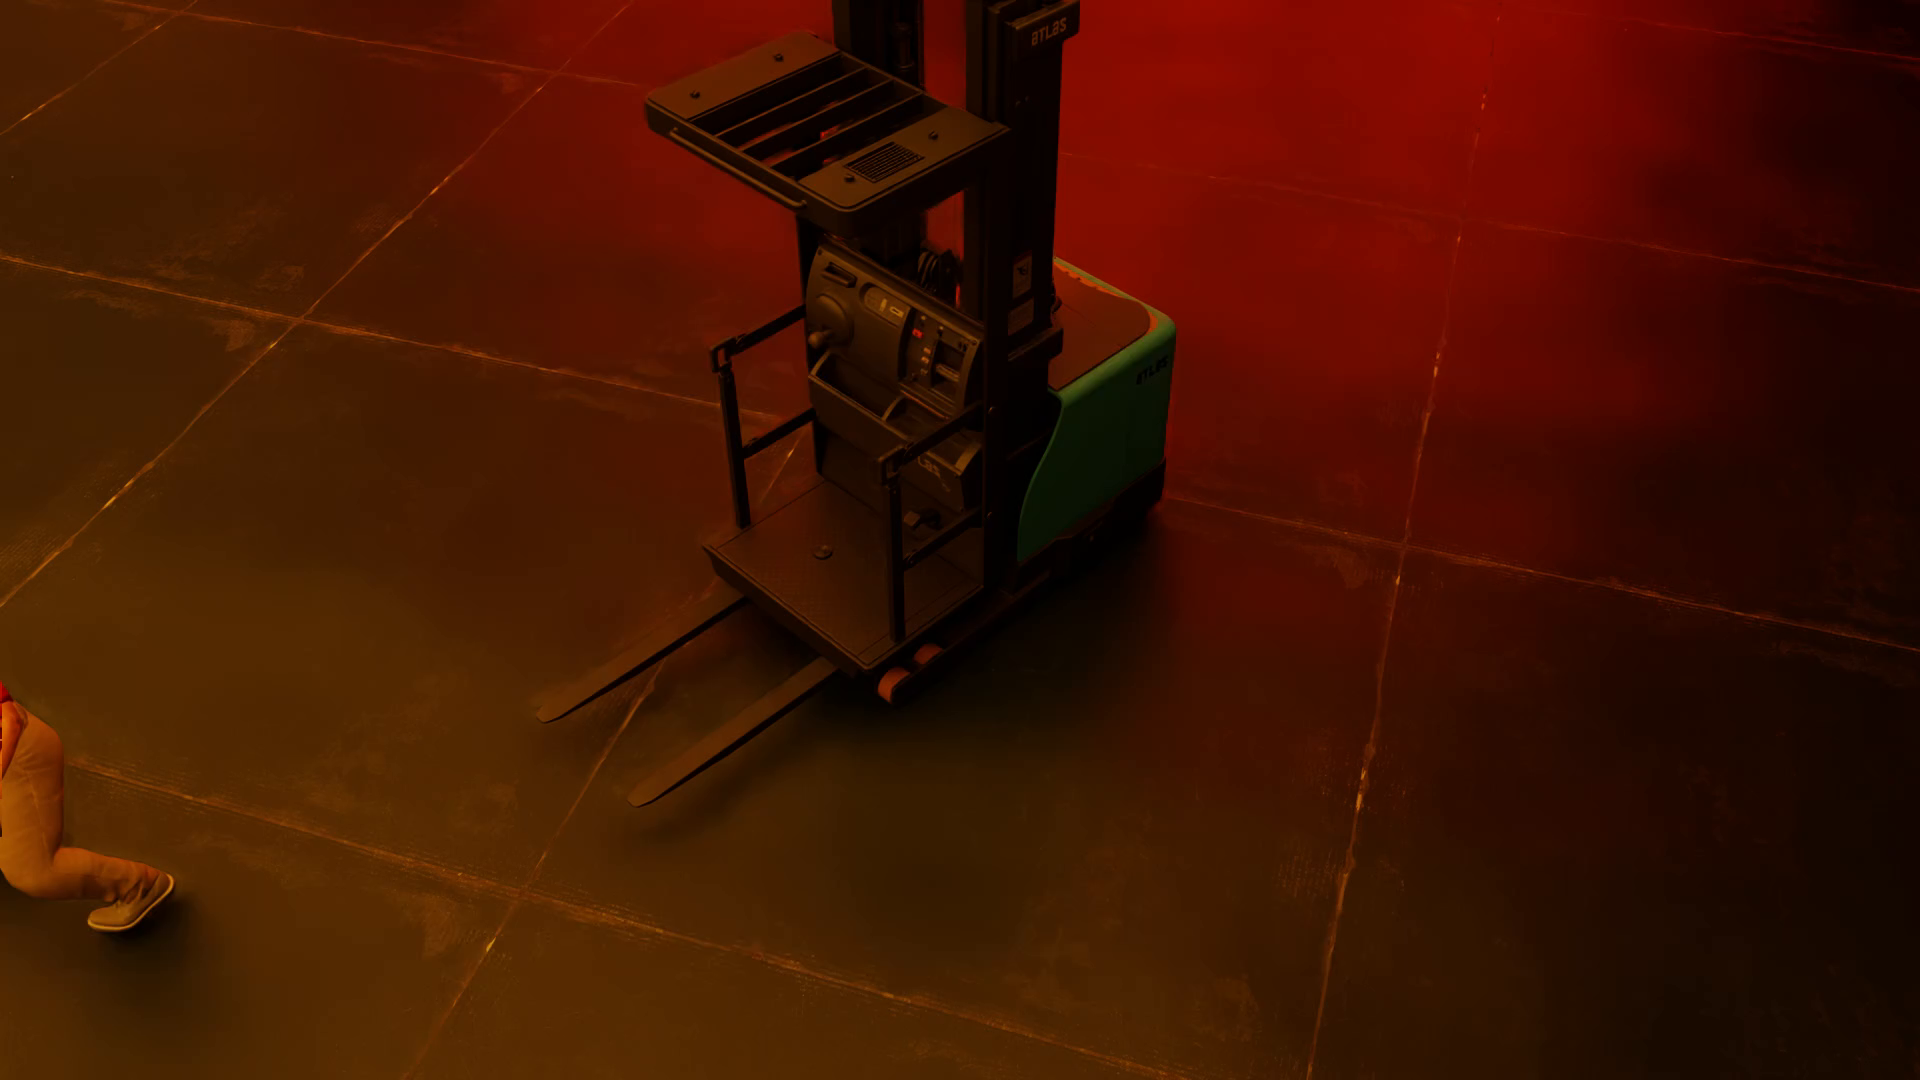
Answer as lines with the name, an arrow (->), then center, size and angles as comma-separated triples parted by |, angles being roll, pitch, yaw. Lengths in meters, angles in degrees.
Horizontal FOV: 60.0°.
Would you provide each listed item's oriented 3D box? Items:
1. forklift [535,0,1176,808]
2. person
forklift -> -0.424, -0.770, 6.517 | 1.130, 2.935, 3.031 | 34, 53, 31
person -> -3.535, 0.791, 5.932 | 1.120, 1.692, 0.565 | 27, 49, 26
